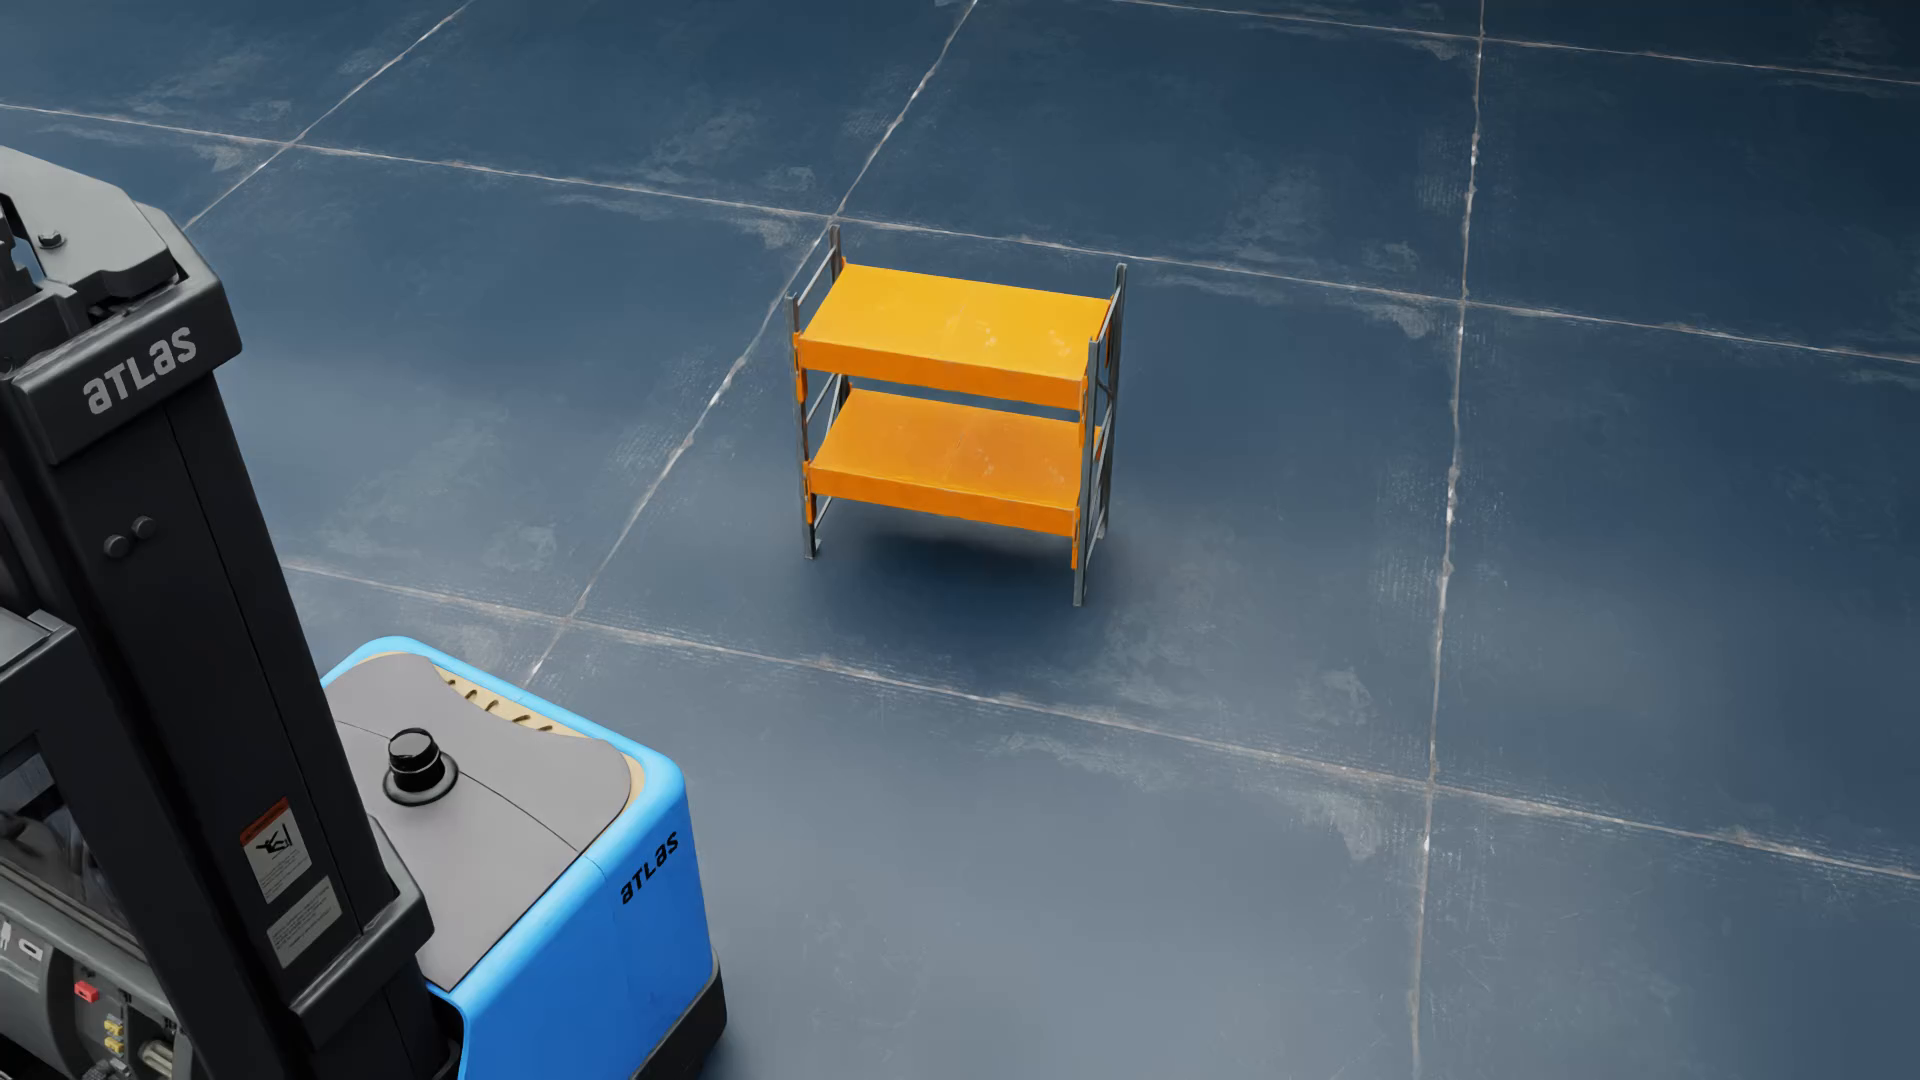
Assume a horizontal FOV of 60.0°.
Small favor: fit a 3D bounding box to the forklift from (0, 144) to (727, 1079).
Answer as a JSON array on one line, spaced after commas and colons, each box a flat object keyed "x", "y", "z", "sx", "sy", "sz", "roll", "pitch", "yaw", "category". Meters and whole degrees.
[{"x": -1.812, "y": 0.901, "z": 2.898, "sx": 1.130, "sy": 2.935, "sz": 3.031, "roll": 20, "pitch": 44, "yaw": 22, "category": "forklift"}]

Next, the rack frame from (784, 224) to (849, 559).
[{"x": -0.498, "y": -0.516, "z": 5.990, "sx": 0.032, "sy": 1.125, "sz": 0.500, "roll": 10, "pitch": 41, "yaw": 11, "category": "rack frame"}]

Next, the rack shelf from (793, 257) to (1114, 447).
[{"x": -0.007, "y": -0.656, "z": 5.701, "sx": 1.000, "sy": 0.278, "sz": 0.538, "roll": 10, "pitch": 41, "yaw": 11, "category": "rack shelf"}]

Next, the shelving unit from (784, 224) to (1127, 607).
[{"x": -0.007, "y": -0.432, "z": 5.890, "sx": 1.048, "sy": 1.125, "sz": 0.538, "roll": 10, "pitch": 41, "yaw": 11, "category": "shelving unit"}]

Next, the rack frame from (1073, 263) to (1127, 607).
[{"x": 0.485, "y": -0.347, "z": 5.789, "sx": 0.032, "sy": 1.125, "sz": 0.500, "roll": 10, "pitch": 41, "yaw": 11, "category": "rack frame"}]

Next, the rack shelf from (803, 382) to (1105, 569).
[{"x": -0.007, "y": -0.245, "z": 6.047, "sx": 1.000, "sy": 0.278, "sz": 0.538, "roll": 10, "pitch": 41, "yaw": 11, "category": "rack shelf"}]
